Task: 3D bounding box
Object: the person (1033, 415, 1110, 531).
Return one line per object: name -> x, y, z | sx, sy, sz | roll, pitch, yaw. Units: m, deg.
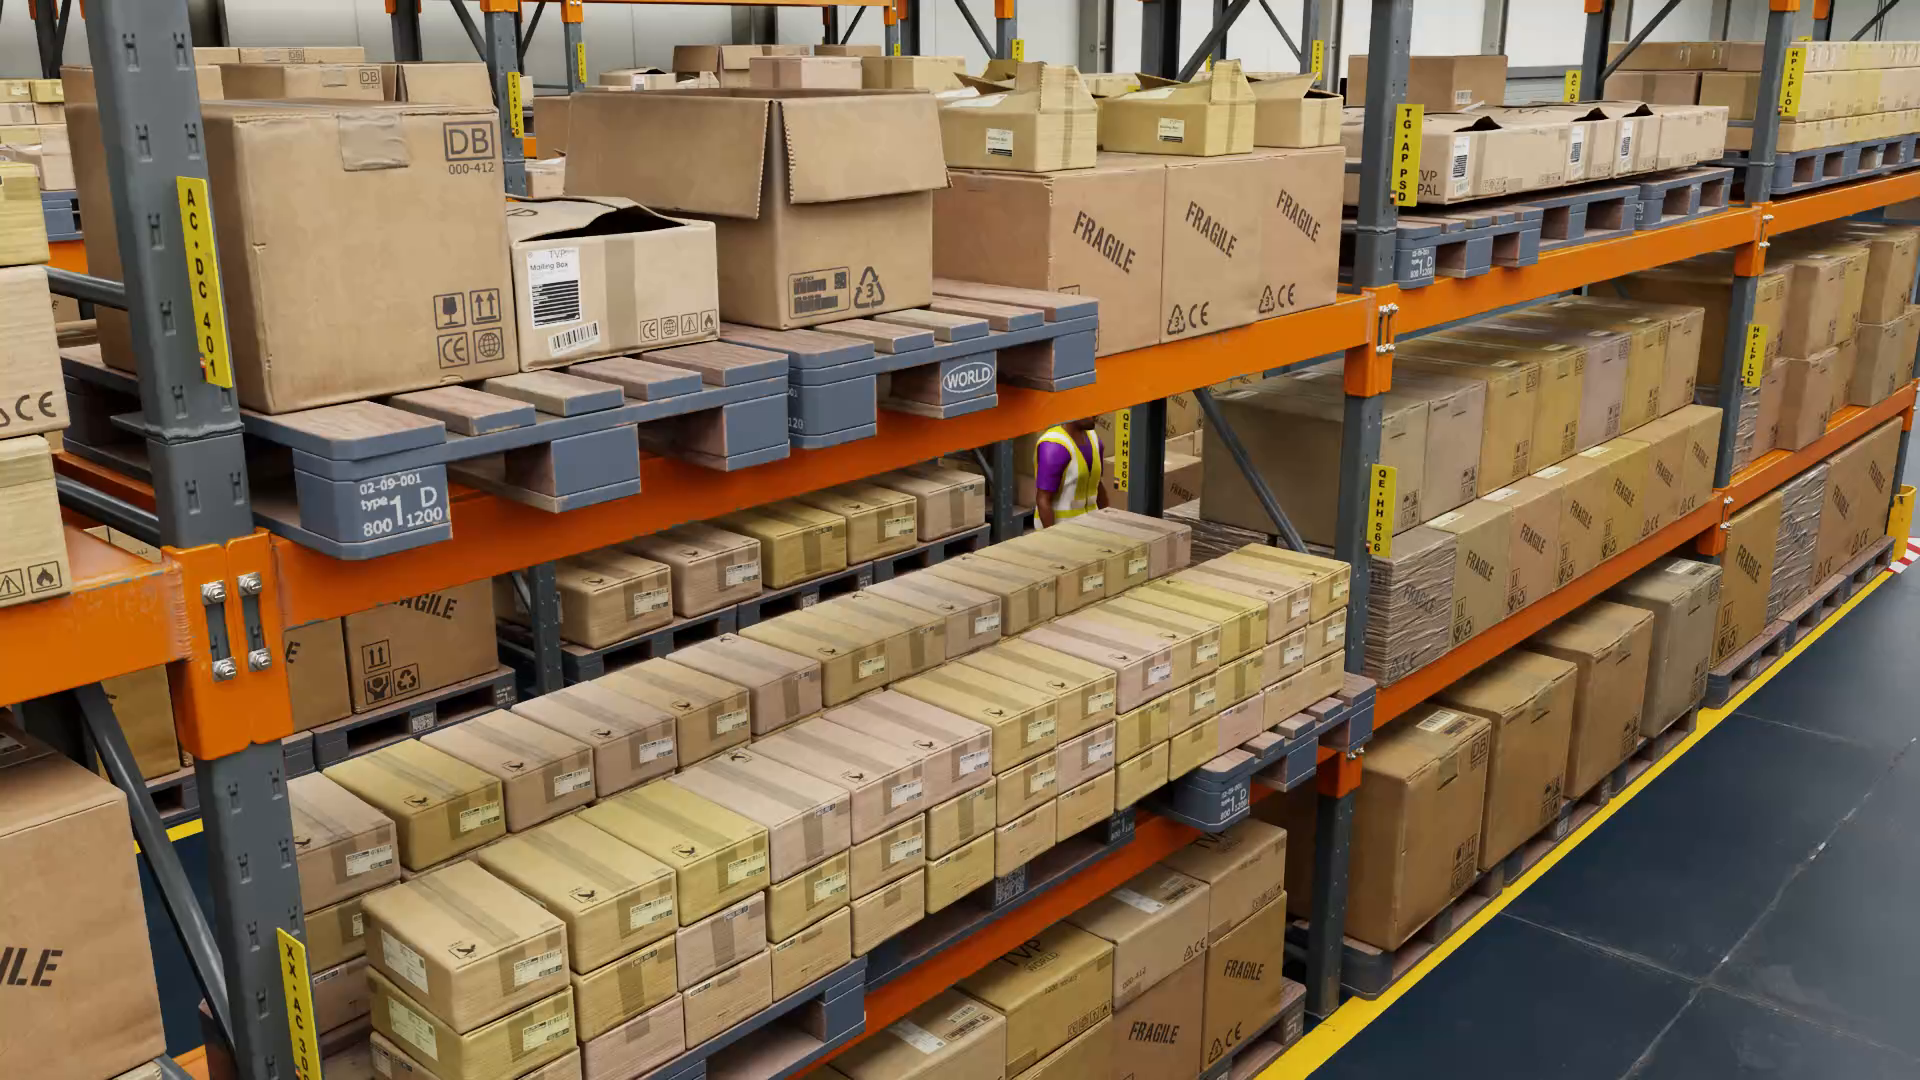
person -> 0.710, -0.045, 9.651 | 0.554, 1.764, 0.636 | 13, 21, 37
